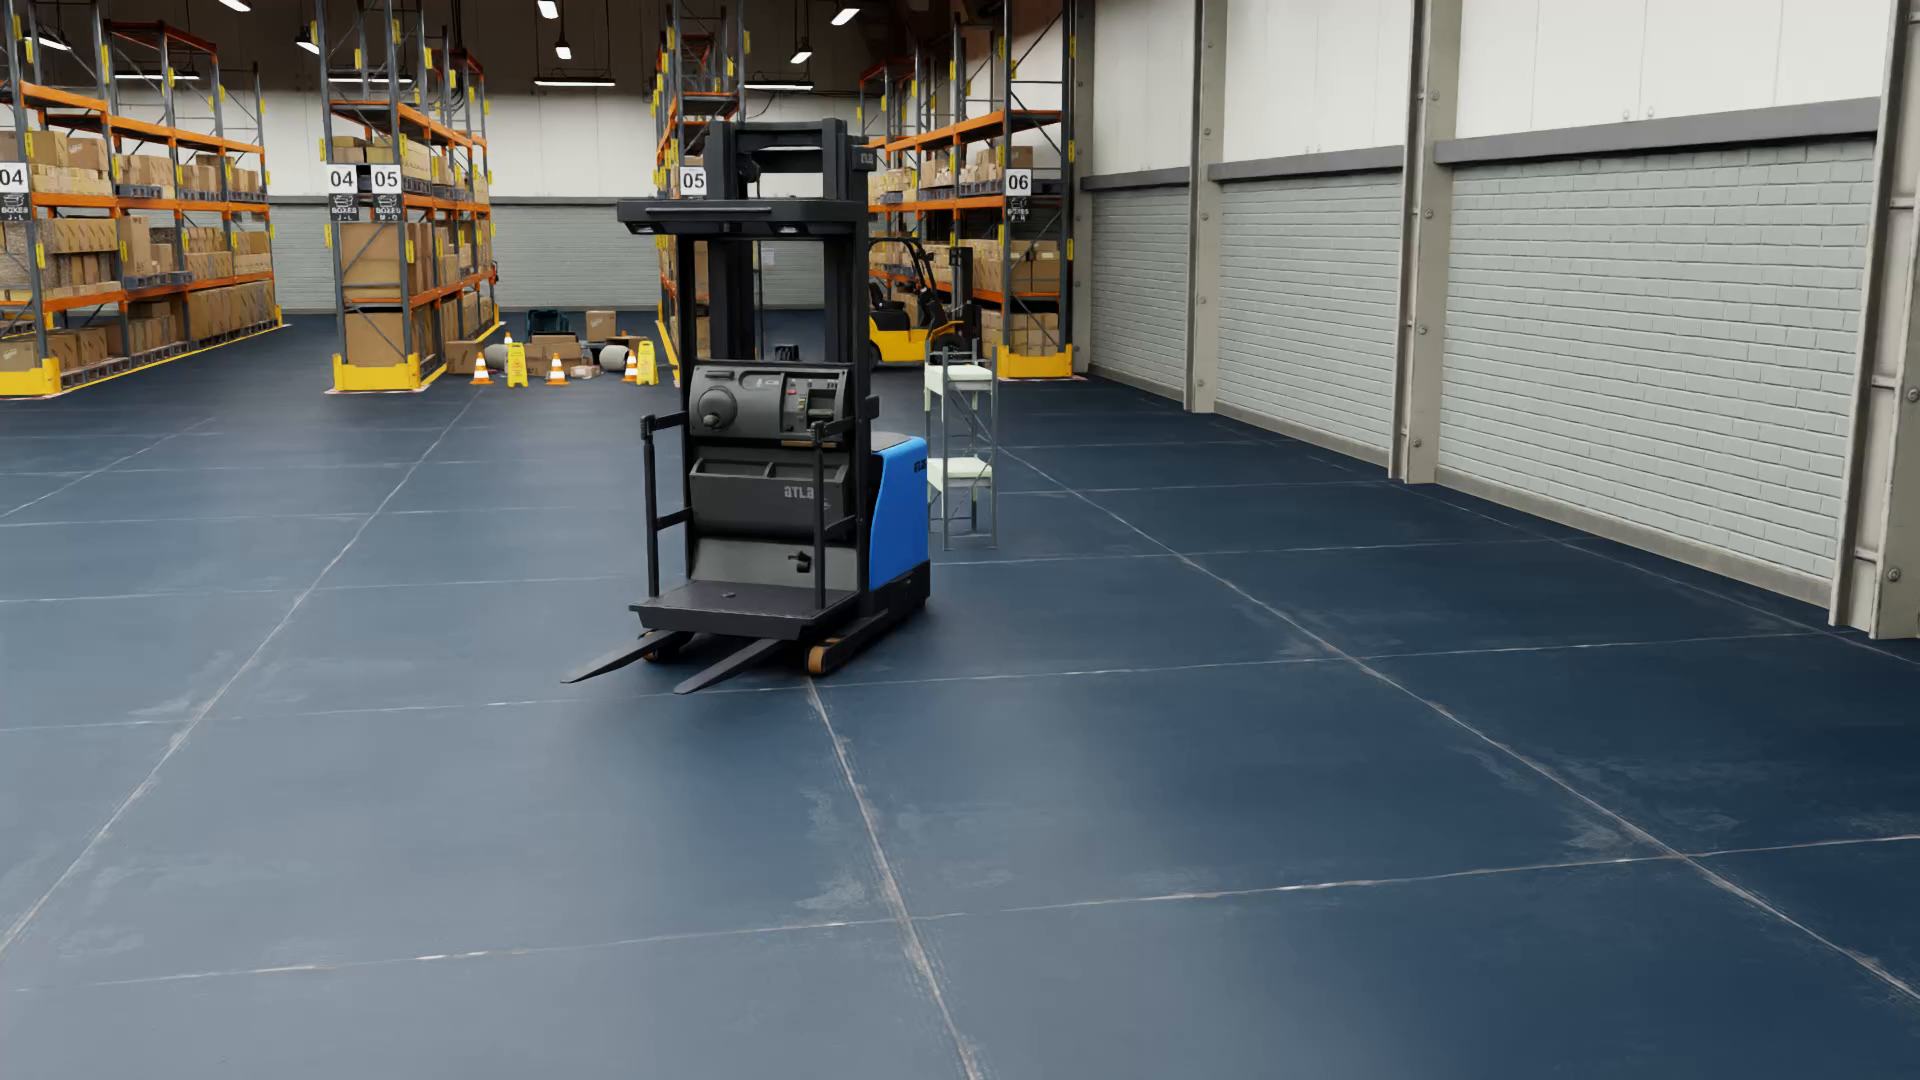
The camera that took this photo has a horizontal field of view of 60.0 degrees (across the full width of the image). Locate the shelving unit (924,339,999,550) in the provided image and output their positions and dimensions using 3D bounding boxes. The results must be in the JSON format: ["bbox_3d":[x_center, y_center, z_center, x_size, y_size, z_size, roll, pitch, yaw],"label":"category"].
[{"bbox_3d":[0.001,-0.736,12.550,0.431,1.500,0.755,-2,11,-11],"label":"shelving unit"}]

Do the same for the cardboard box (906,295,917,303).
[{"bbox_3d":[-0.953,-5.168,35.654,0.380,0.149,0.250,-3,11,-14],"label":"cardboard box"}]

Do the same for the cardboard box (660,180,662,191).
[{"bbox_3d":[-6.137,-7.655,35.478,0.500,0.500,0.500,-2,11,-12],"label":"cardboard box"}]

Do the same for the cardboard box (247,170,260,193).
[{"bbox_3d":[-16.369,-8.156,37.844,0.700,0.500,0.500,-3,11,-14],"label":"cardboard box"}]

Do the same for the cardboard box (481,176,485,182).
[{"bbox_3d":[-11.125,-8.284,38.171,0.380,0.149,0.250,-2,11,-10],"label":"cardboard box"}]

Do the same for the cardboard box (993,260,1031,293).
[{"bbox_3d":[0.824,-4.208,26.515,0.500,0.500,0.500,-2,11,-12],"label":"cardboard box"}]

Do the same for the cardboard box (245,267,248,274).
[{"bbox_3d":[-15.632,-5.825,35.950,0.380,0.149,0.250,-2,11,-13],"label":"cardboard box"}]

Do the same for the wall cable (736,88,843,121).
[{"bbox_3d":[-4.707,-10.951,46.066,2.988,3.039,0.133,-2,11,-11],"label":"wall cable"}]

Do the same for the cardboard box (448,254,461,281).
[{"bbox_3d":[-9.731,-5.142,31.422,0.500,0.500,0.500,-2,11,-11],"label":"cardboard box"}]

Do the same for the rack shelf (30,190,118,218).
[{"bbox_3d":[-13.800,-5.024,24.969,1.077,0.370,4.000,-2,11,-11],"label":"rack shelf"}]

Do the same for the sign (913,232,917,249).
[{"bbox_3d":[-0.909,-6.054,33.596,0.100,0.325,0.005,-2,11,-11],"label":"sign"}]

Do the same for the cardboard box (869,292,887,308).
[{"bbox_3d":[-1.908,-5.877,41.105,0.797,0.503,0.637,-3,11,-13],"label":"cardboard box"}]

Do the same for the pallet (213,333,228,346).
[{"bbox_3d":[-15.280,-4.005,33.172,1.003,0.211,1.213,-2,11,-11],"label":"pallet"}]

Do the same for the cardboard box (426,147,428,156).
[{"bbox_3d":[-8.871,-6.327,27.045,0.380,0.149,0.250,-2,11,-11],"label":"cardboard box"}]

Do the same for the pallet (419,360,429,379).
[{"bbox_3d":[-8.992,-2.696,26.295,1.003,0.211,1.213,-2,11,-11],"label":"pallet"}]

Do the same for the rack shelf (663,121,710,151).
[{"bbox_3d":[-4.857,-7.395,30.474,1.077,0.370,4.000,-2,11,-11],"label":"rack shelf"}]

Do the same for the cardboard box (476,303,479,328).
[{"bbox_3d":[-10.469,-4.751,35.198,0.500,0.500,0.500,-2,11,-12],"label":"cardboard box"}]

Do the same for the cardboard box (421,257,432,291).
[{"bbox_3d":[-9.092,-4.338,27.067,0.875,0.550,0.550,-2,11,-11],"label":"cardboard box"}]

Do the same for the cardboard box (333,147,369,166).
[{"bbox_3d":[-8.895,-5.579,24.181,0.500,0.250,0.500,-2,11,-10],"label":"cardboard box"}]

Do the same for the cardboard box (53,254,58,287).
[{"bbox_3d":[-13.706,-3.921,24.212,0.875,0.500,0.500,-2,11,-11],"label":"cardboard box"}]

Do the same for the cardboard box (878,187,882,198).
[{"bbox_3d":[-1.607,-7.999,38.285,0.500,0.250,0.500,-3,11,-13],"label":"cardboard box"}]

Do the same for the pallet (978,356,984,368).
[{"bbox_3d":[0.754,-3.070,28.263,1.003,0.211,1.213,-2,11,-11],"label":"pallet"}]

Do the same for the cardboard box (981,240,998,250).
[{"bbox_3d":[0.555,-4.881,27.518,0.380,0.149,0.250,-2,11,-10],"label":"cardboard box"}]

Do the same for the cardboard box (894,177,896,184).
[{"bbox_3d":[-1.210,-7.726,35.730,0.380,0.149,0.250,-2,11,-11],"label":"cardboard box"}]

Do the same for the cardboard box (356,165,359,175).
[{"bbox_3d":[-8.923,-5.353,24.055,0.380,0.149,0.250,-2,11,-11],"label":"cardboard box"}]

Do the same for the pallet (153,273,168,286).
[{"bbox_3d":[-14.542,-4.548,29.082,1.003,0.211,1.213,-2,11,-11],"label":"pallet"}]

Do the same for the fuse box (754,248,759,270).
[{"bbox_3d":[-5.833,-7.282,46.377,0.539,1.711,0.414,-2,11,-11],"label":"fuse box"}]

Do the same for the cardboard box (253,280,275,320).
[{"bbox_3d":[-16.320,-5.519,38.231,0.875,0.875,0.875,-2,11,-11],"label":"cardboard box"}]

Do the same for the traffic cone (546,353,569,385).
[{"bbox_3d":[-6.062,-2.580,25.014,0.336,0.463,0.334,-2,11,-11],"label":"traffic cone"}]

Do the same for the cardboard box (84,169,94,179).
[{"bbox_3d":[-13.667,-5.672,25.787,0.380,0.149,0.250,-2,11,-13],"label":"cardboard box"}]

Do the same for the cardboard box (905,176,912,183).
[{"bbox_3d":[-0.936,-7.531,34.760,0.380,0.149,0.250,-2,11,-12],"label":"cardboard box"}]

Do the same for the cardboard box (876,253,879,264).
[{"bbox_3d":[-1.690,-6.619,39.057,0.500,0.250,0.500,-2,11,-11],"label":"cardboard box"}]

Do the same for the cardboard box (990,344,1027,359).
[{"bbox_3d":[0.777,-3.008,26.711,0.500,0.250,0.500,-2,11,-11],"label":"cardboard box"}]

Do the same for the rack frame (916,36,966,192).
[{"bbox_3d":[-0.378,-8.493,33.248,1.000,3.000,0.127,-2,11,-11],"label":"rack frame"}]

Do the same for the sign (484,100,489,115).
[{"bbox_3d":[-11.090,-10.133,38.946,0.100,0.325,0.005,-2,11,-11],"label":"sign"}]

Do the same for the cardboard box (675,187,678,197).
[{"bbox_3d":[-4.377,-5.582,26.653,0.380,0.149,0.250,-2,11,-12],"label":"cardboard box"}]

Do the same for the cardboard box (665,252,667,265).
[{"bbox_3d":[-5.813,-5.803,34.226,0.500,0.250,0.500,-2,11,-12],"label":"cardboard box"}]

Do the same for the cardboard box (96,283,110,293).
[{"bbox_3d":[-13.672,-3.982,26.267,0.380,0.149,0.250,-2,11,-11],"label":"cardboard box"}]

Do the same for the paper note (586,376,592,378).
[{"bbox_3d":[-5.827,-2.539,25.957,0.148,0.019,0.142,-6,13,-31],"label":"paper note"}]

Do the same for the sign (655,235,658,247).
[{"bbox_3d":[-7.348,-7.277,40.378,0.100,0.325,0.005,-2,11,-11],"label":"sign"}]

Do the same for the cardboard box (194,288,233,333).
[{"bbox_3d":[-15.426,-4.620,33.504,1.225,0.875,0.875,-3,11,-13],"label":"cardboard box"}]

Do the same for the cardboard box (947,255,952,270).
[{"bbox_3d":[0.054,-5.064,30.347,0.500,0.250,0.500,-2,11,-12],"label":"cardboard box"}]

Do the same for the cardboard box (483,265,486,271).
[{"bbox_3d":[-11.128,-6.272,38.300,0.380,0.149,0.250,-3,11,-14],"label":"cardboard box"}]

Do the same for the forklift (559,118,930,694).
[{"bbox_3d":[-1.130,-0.795,9.033,1.130,2.935,3.031,4,11,18],"label":"forklift"}]

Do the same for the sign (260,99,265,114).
[{"bbox_3d":[-15.988,-9.933,38.107,0.100,0.325,0.005,-2,11,-11],"label":"sign"}]

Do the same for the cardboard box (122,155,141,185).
[{"bbox_3d":[-14.367,-6.263,28.160,0.797,0.503,0.637,-2,11,-9],"label":"cardboard box"}]

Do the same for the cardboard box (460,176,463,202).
[{"bbox_3d":[-10.036,-6.894,32.606,0.500,0.500,0.500,-2,11,-11],"label":"cardboard box"}]

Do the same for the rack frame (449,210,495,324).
[{"bbox_3d":[-11.638,-6.633,39.523,1.000,3.000,0.127,-2,11,-11],"label":"rack frame"}]

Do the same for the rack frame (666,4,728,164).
[{"bbox_3d":[-4.468,-7.578,28.442,1.000,3.000,0.127,-2,11,-11],"label":"rack frame"}]

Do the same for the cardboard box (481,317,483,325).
[{"bbox_3d":[-10.616,-4.784,36.308,0.380,0.149,0.250,-3,11,-13],"label":"cardboard box"}]

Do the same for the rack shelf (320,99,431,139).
[{"bbox_3d":[-8.915,-6.462,25.576,1.077,0.370,4.000,-2,11,-11],"label":"rack shelf"}]

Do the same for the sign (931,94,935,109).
[{"bbox_3d":[-0.613,-9.784,37.112,0.100,0.325,0.005,-2,11,-11],"label":"sign"}]

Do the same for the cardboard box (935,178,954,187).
[{"bbox_3d":[-0.262,-6.749,31.394,0.380,0.149,0.250,-2,11,-12],"label":"cardboard box"}]
